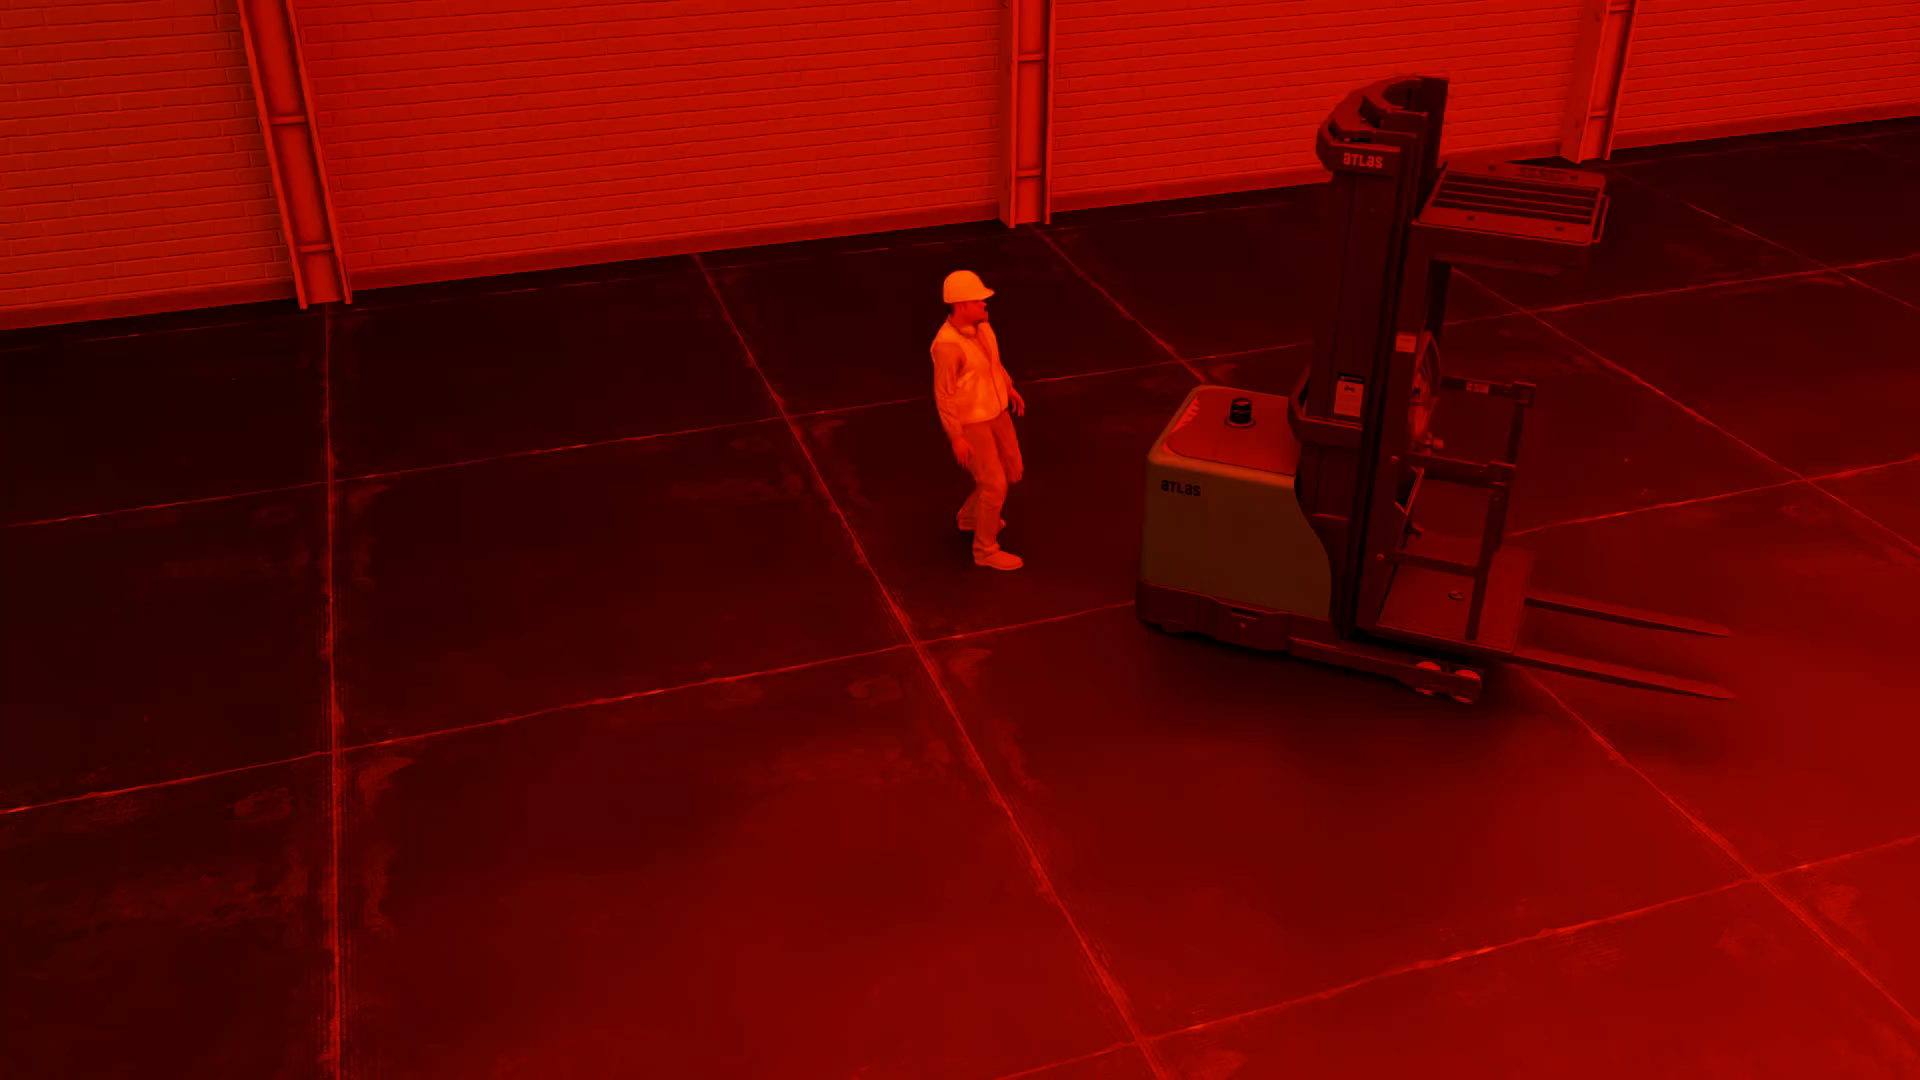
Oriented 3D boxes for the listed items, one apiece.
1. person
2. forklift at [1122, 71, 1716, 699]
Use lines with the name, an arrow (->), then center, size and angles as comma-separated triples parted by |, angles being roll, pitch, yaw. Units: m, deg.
person -> 0.248, -0.661, 9.555 | 0.696, 1.621, 0.809 | 19, 35, 29
forklift -> 2.463, -0.750, 8.390 | 3.031, 2.935, 1.130 | 12, 32, 19
